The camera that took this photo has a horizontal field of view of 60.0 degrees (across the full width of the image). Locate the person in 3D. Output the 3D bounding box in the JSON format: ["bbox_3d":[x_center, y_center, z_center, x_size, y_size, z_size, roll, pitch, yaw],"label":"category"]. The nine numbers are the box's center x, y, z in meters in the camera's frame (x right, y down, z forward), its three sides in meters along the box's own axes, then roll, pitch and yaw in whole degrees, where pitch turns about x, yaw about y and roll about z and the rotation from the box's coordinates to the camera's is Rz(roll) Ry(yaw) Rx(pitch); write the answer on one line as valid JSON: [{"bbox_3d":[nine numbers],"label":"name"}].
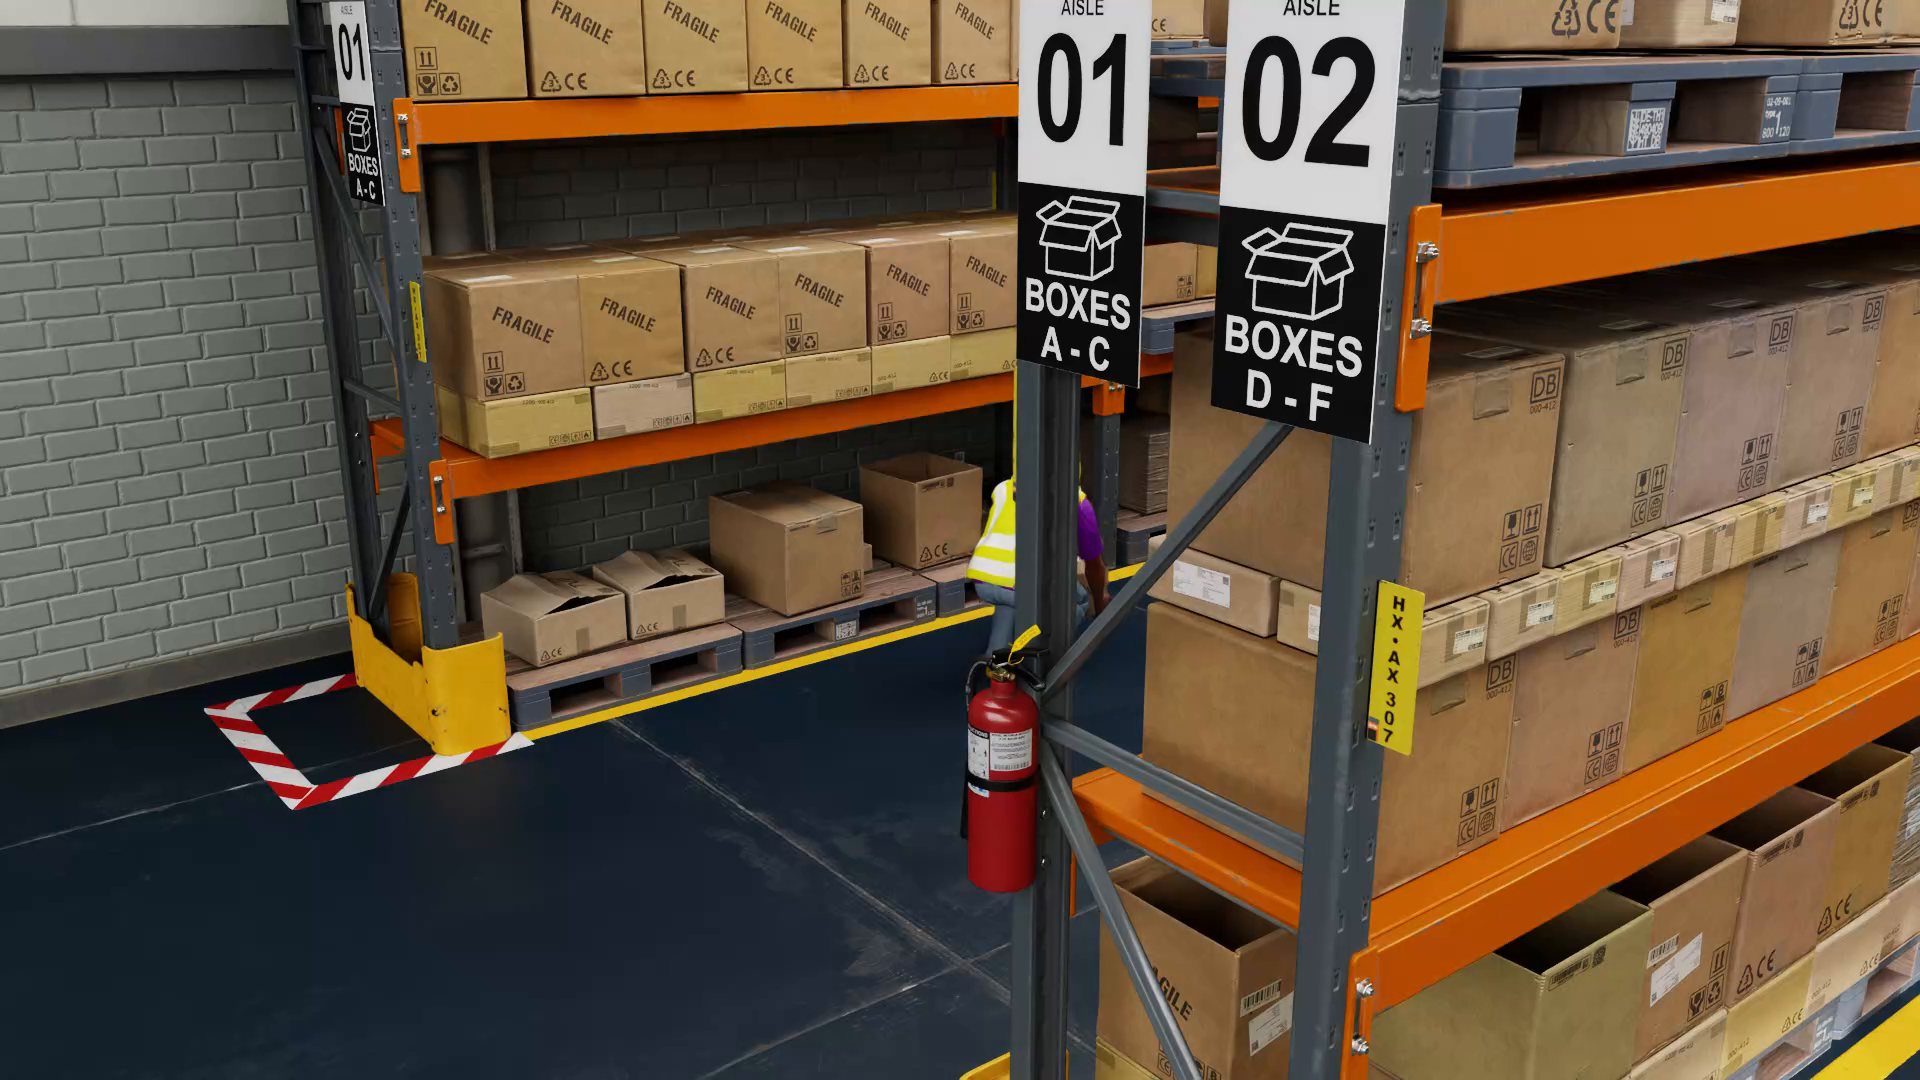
[{"bbox_3d":[0.352,0.131,8.254,0.594,1.073,0.863,12,21,33],"label":"person"}]
